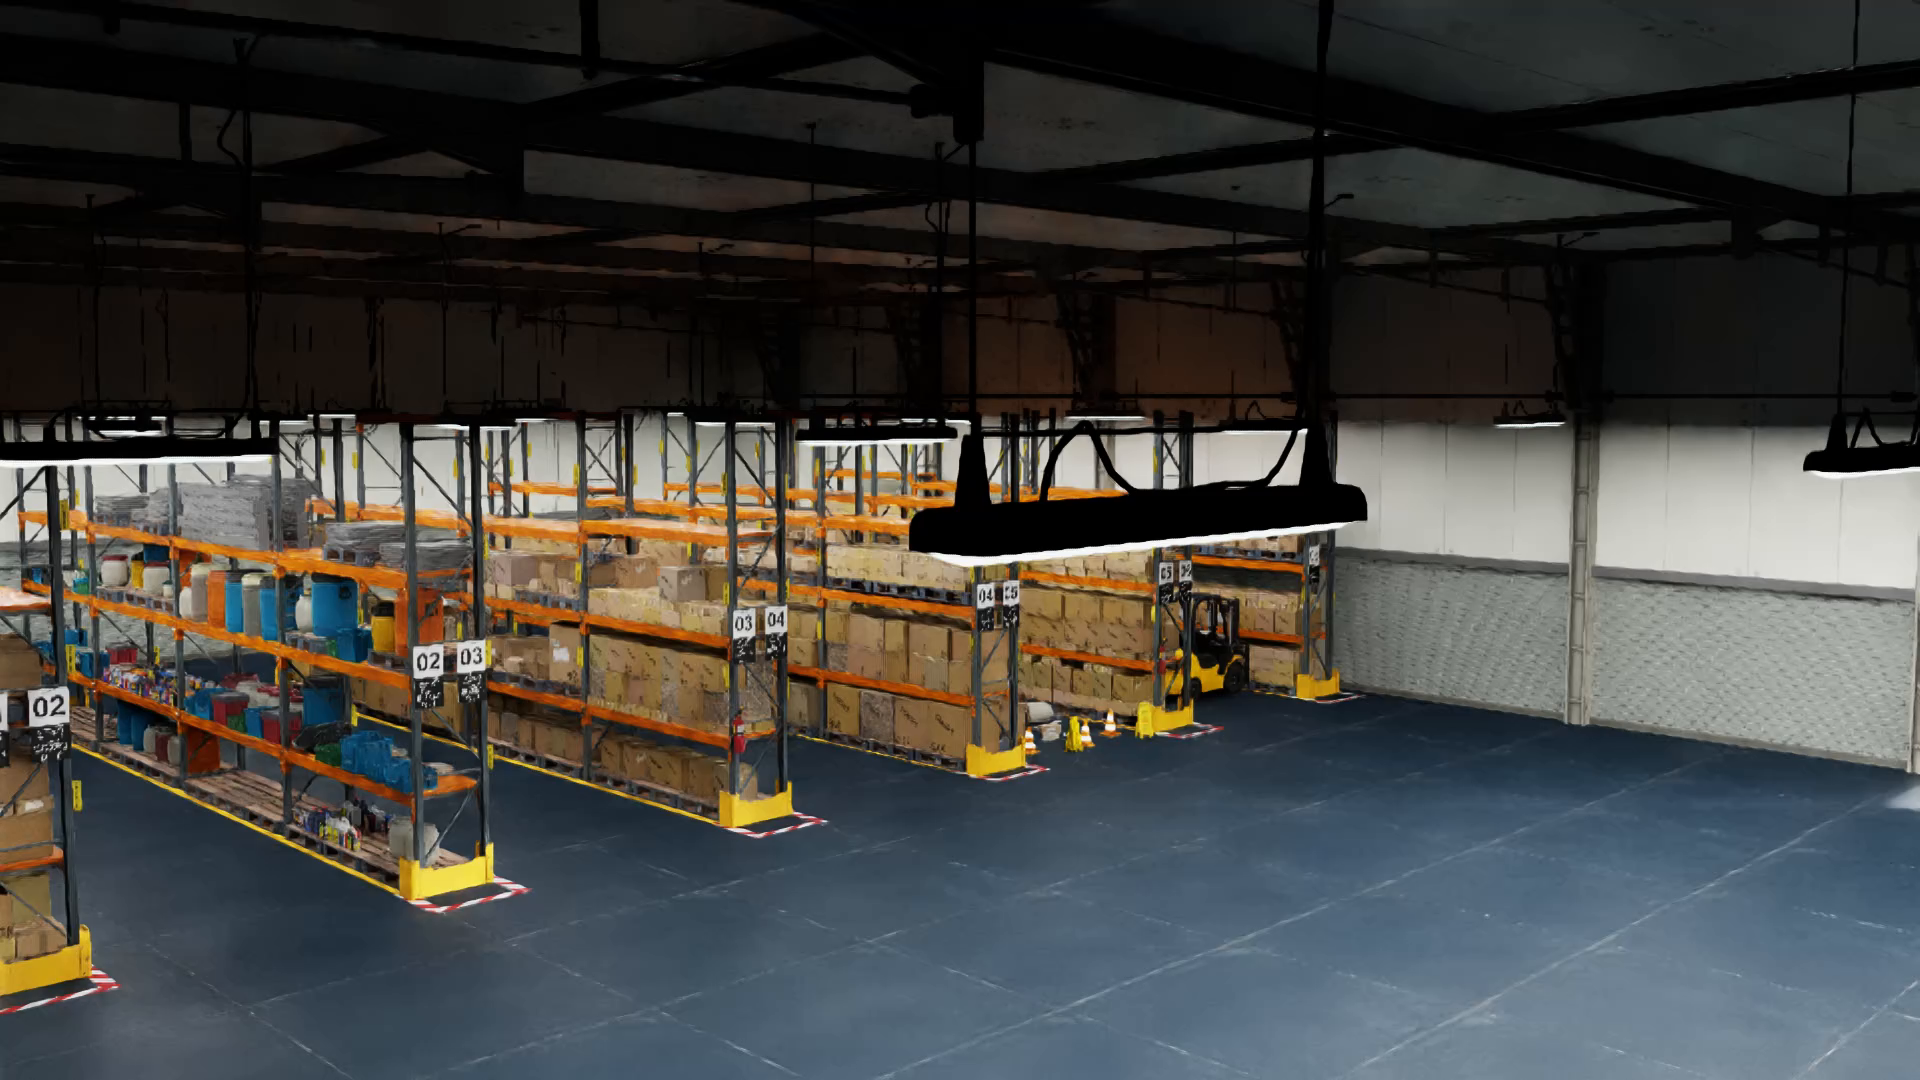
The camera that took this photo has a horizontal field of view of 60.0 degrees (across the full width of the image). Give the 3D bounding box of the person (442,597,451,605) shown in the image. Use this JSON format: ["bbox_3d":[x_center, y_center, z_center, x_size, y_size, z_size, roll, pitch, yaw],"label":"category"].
[{"bbox_3d":[-12.897,1.906,41.140,0.602,1.732,0.984,-2,5,-24],"label":"person"}]
